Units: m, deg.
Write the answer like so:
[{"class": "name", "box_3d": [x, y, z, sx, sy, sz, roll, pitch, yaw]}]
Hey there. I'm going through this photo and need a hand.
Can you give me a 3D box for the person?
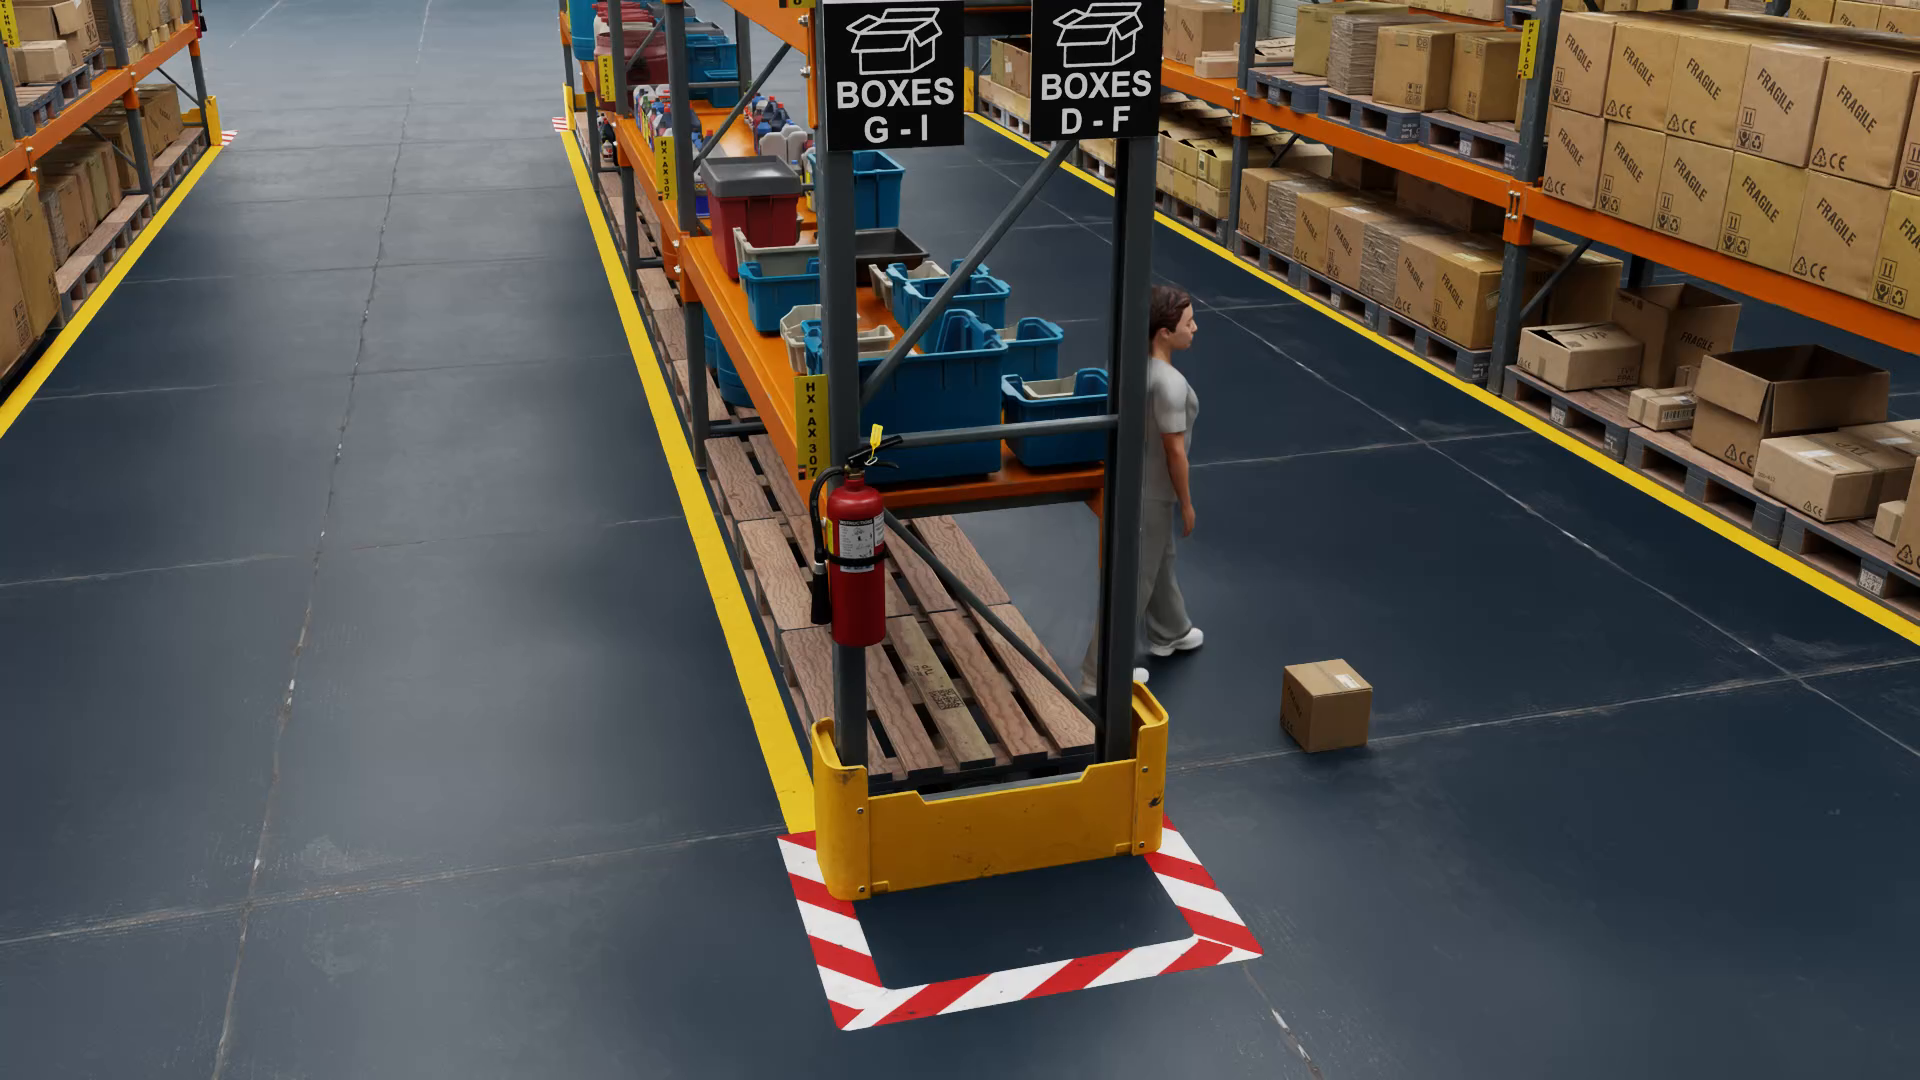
[{"class": "person", "box_3d": [0.787, -0.207, 6.550, 0.674, 1.659, 0.545, -6, 24, -14]}]
